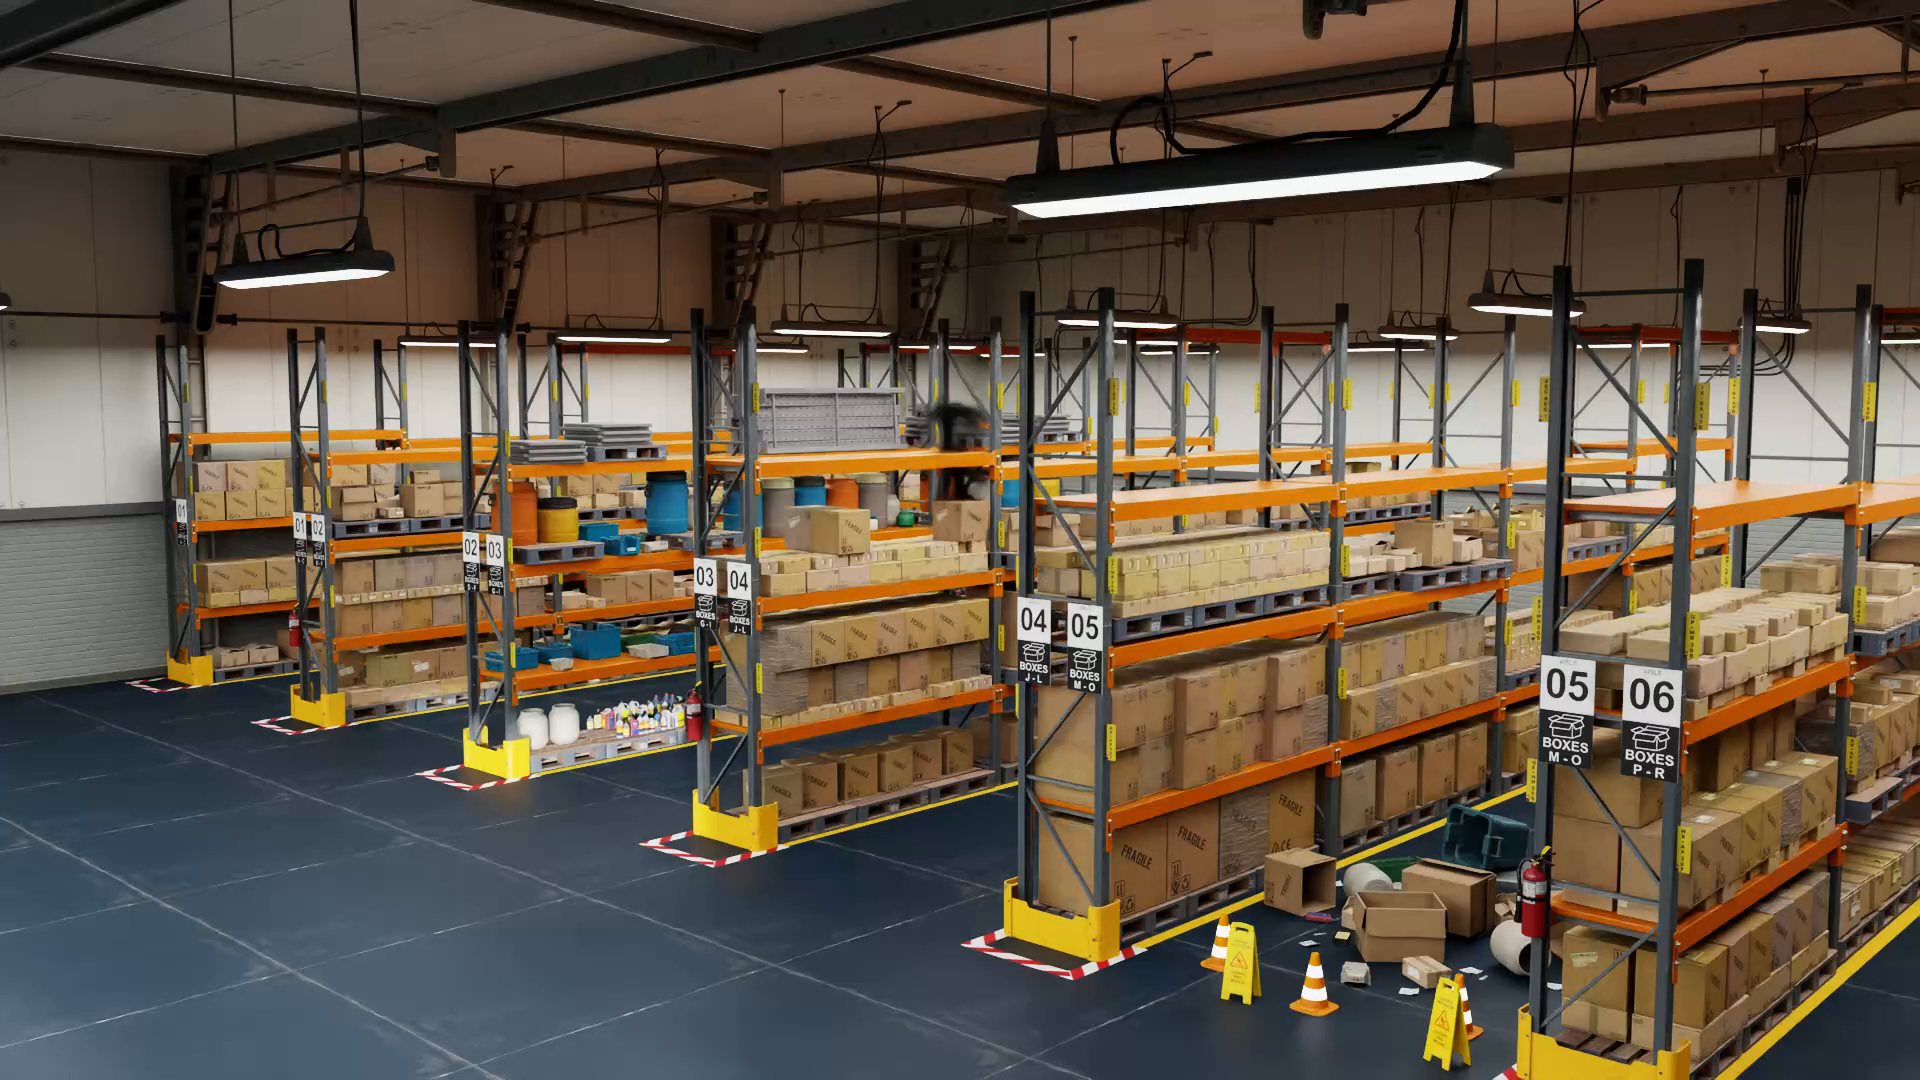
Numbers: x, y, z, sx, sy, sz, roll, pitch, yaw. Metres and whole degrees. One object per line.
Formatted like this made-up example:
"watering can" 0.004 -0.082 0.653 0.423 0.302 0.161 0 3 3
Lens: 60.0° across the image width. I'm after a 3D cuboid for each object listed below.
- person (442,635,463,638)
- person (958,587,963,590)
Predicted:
"person" -8.923 1.711 29.057 0.641 1.484 0.818 2 6 20
"person" 0.252 1.160 33.556 0.692 1.724 0.675 4 7 39
